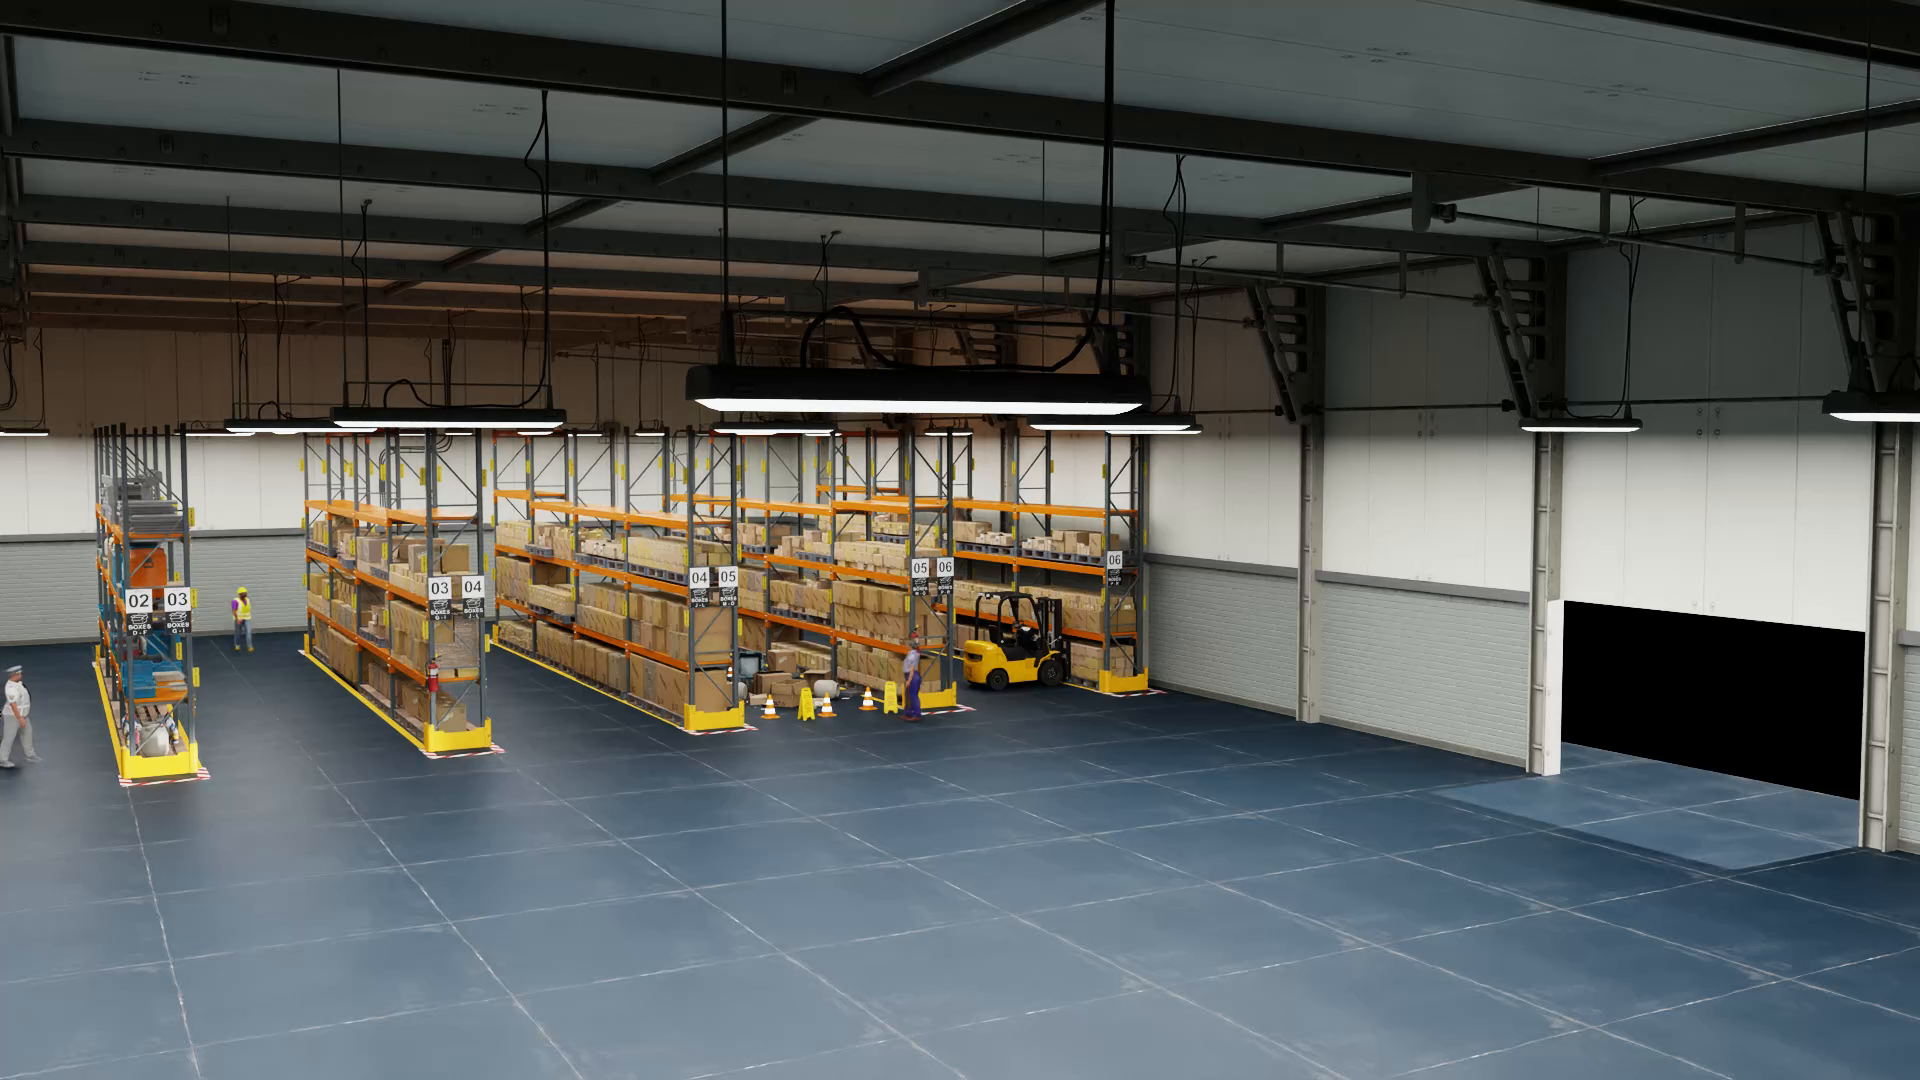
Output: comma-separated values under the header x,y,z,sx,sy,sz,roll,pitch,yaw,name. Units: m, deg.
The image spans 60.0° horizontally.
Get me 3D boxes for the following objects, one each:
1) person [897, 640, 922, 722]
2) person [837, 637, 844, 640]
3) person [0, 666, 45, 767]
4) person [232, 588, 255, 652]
x,y,z,sx,sy,sz,roll,pitch,yaw,name
-1.040,2.858,33.832,0.503,1.649,0.558,0,3,0,person
-3.448,2.053,47.289,0.425,1.607,0.371,3,5,43,person
-16.534,3.087,29.226,0.598,1.786,0.697,-1,4,-10,person
-19.250,2.138,44.602,0.512,1.711,1.017,-3,4,-37,person
